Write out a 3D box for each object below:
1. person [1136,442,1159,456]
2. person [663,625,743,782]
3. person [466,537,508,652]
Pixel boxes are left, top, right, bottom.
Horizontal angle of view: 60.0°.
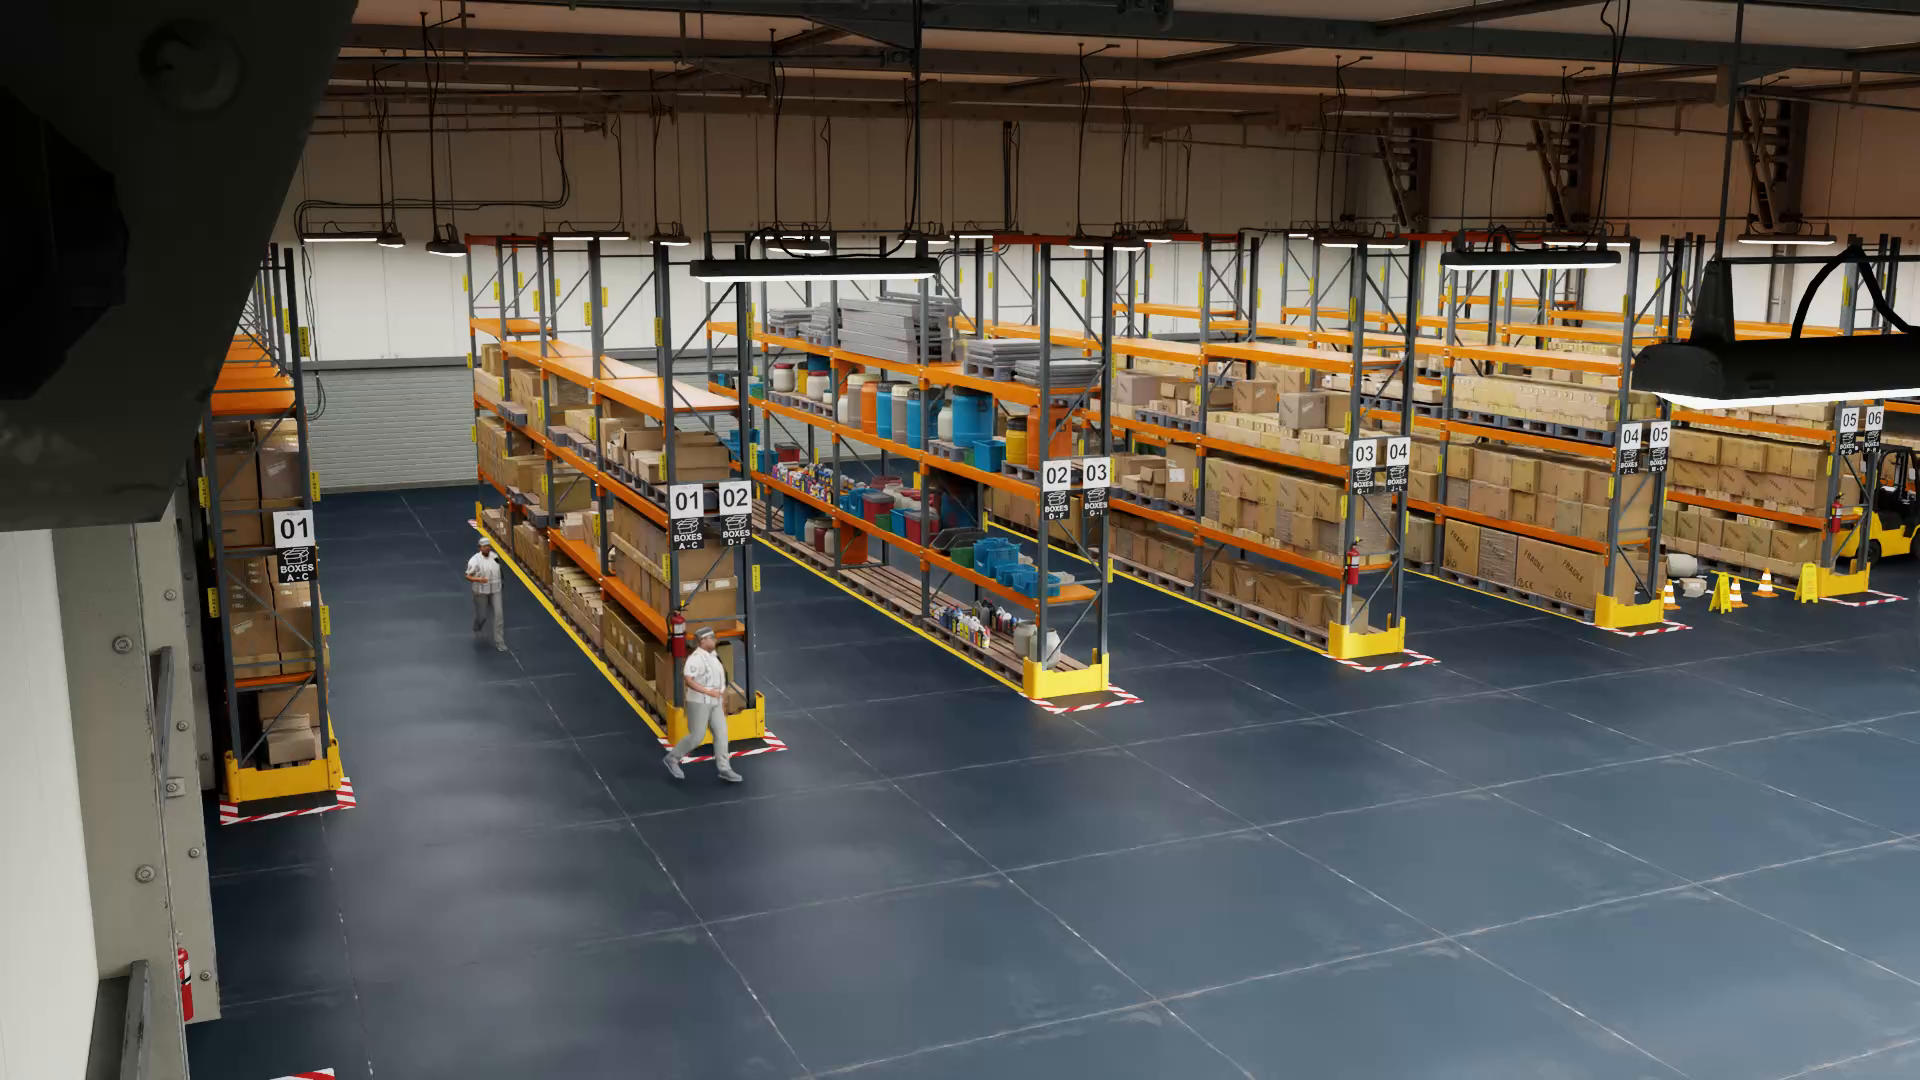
[{"bbox_3d":[4.647,-2.610,41.876,0.909,1.764,0.723,8,13,35],"label":"person"},{"bbox_3d":[-2.855,1.836,18.976,0.952,1.733,0.718,5,12,22],"label":"person"},{"bbox_3d":[-7.018,0.777,24.686,0.606,1.665,0.925,-8,13,-35],"label":"person"}]
